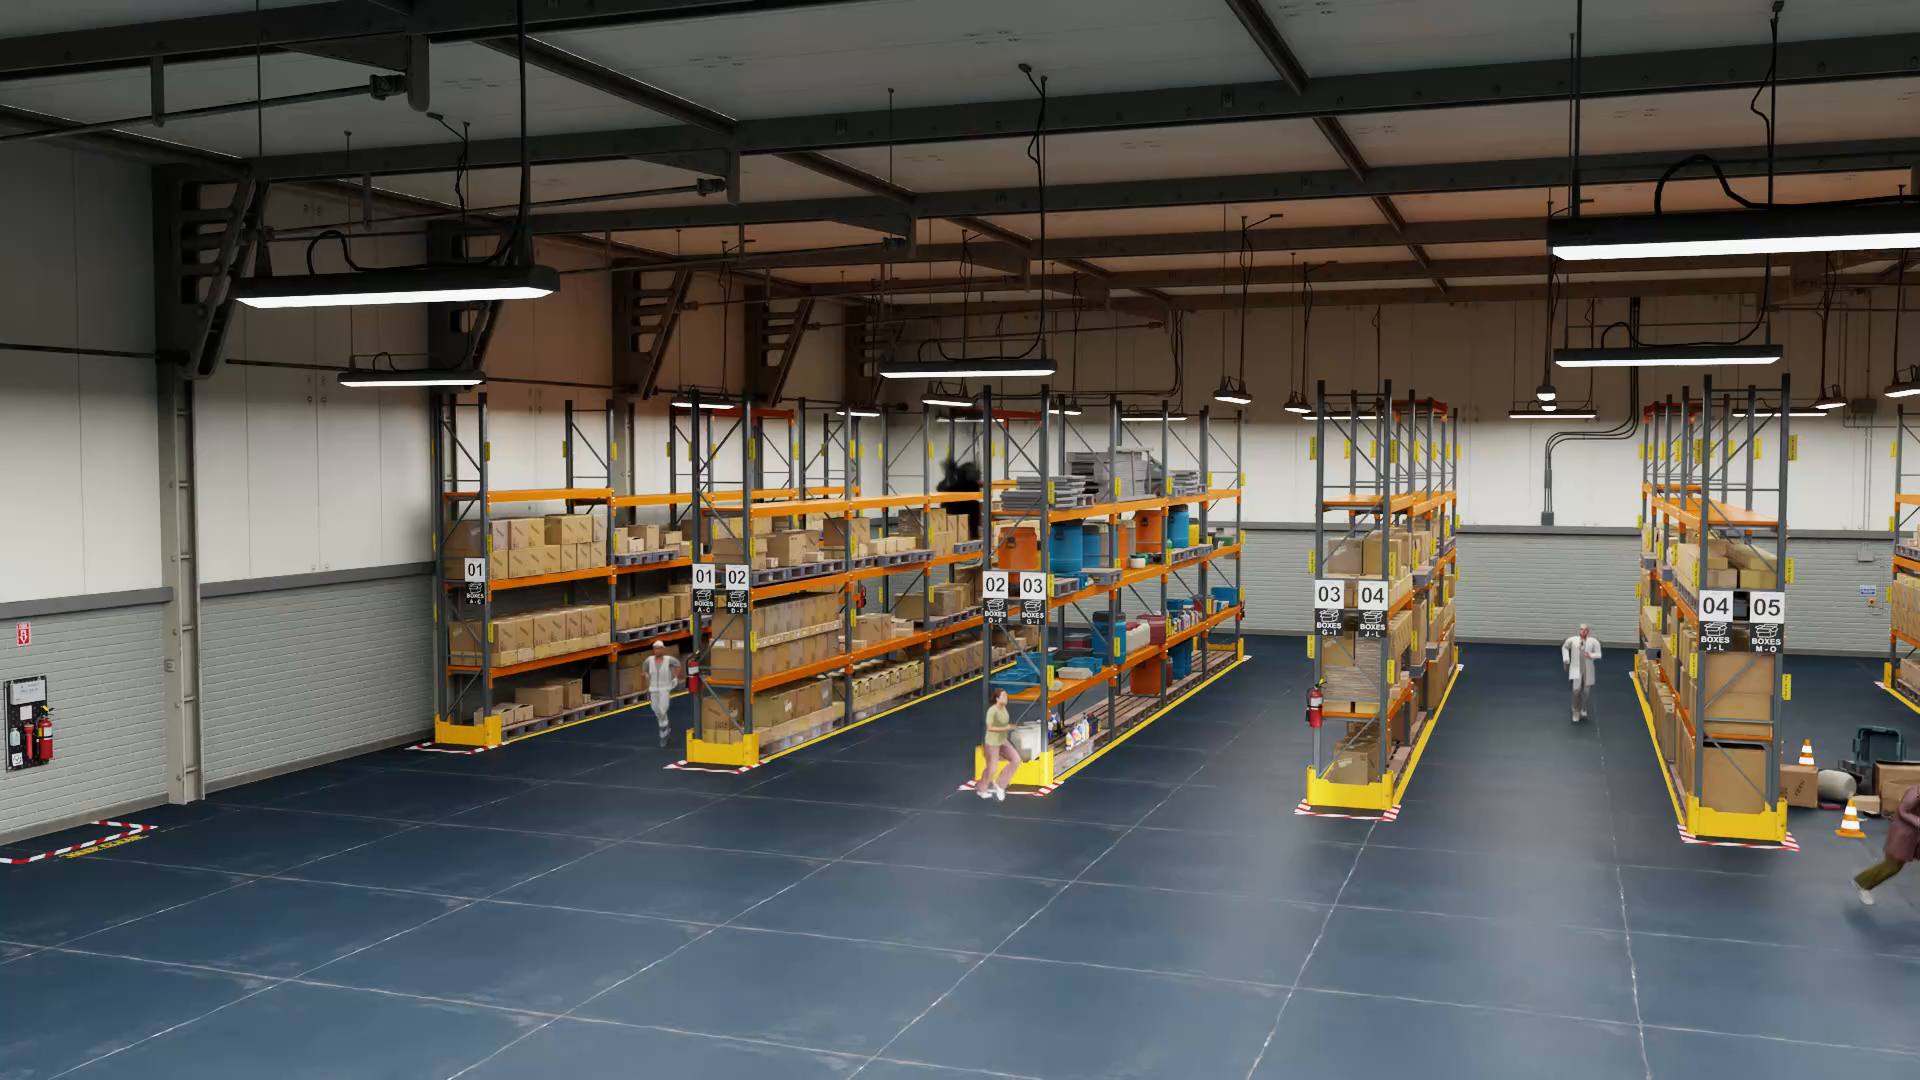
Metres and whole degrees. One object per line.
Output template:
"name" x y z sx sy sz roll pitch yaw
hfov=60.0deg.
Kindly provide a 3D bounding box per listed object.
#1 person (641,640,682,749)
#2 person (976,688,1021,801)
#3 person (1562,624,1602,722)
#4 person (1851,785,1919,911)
"person" -5.109 2.612 28.349 0.631 1.823 0.825 0 3 9
"person" 0.527 2.897 23.674 0.759 1.621 0.608 2 4 36
"person" 11.569 2.474 30.932 0.669 1.841 0.820 1 3 15
"person" 10.141 3.237 17.890 0.754 1.713 1.082 -2 4 -32
